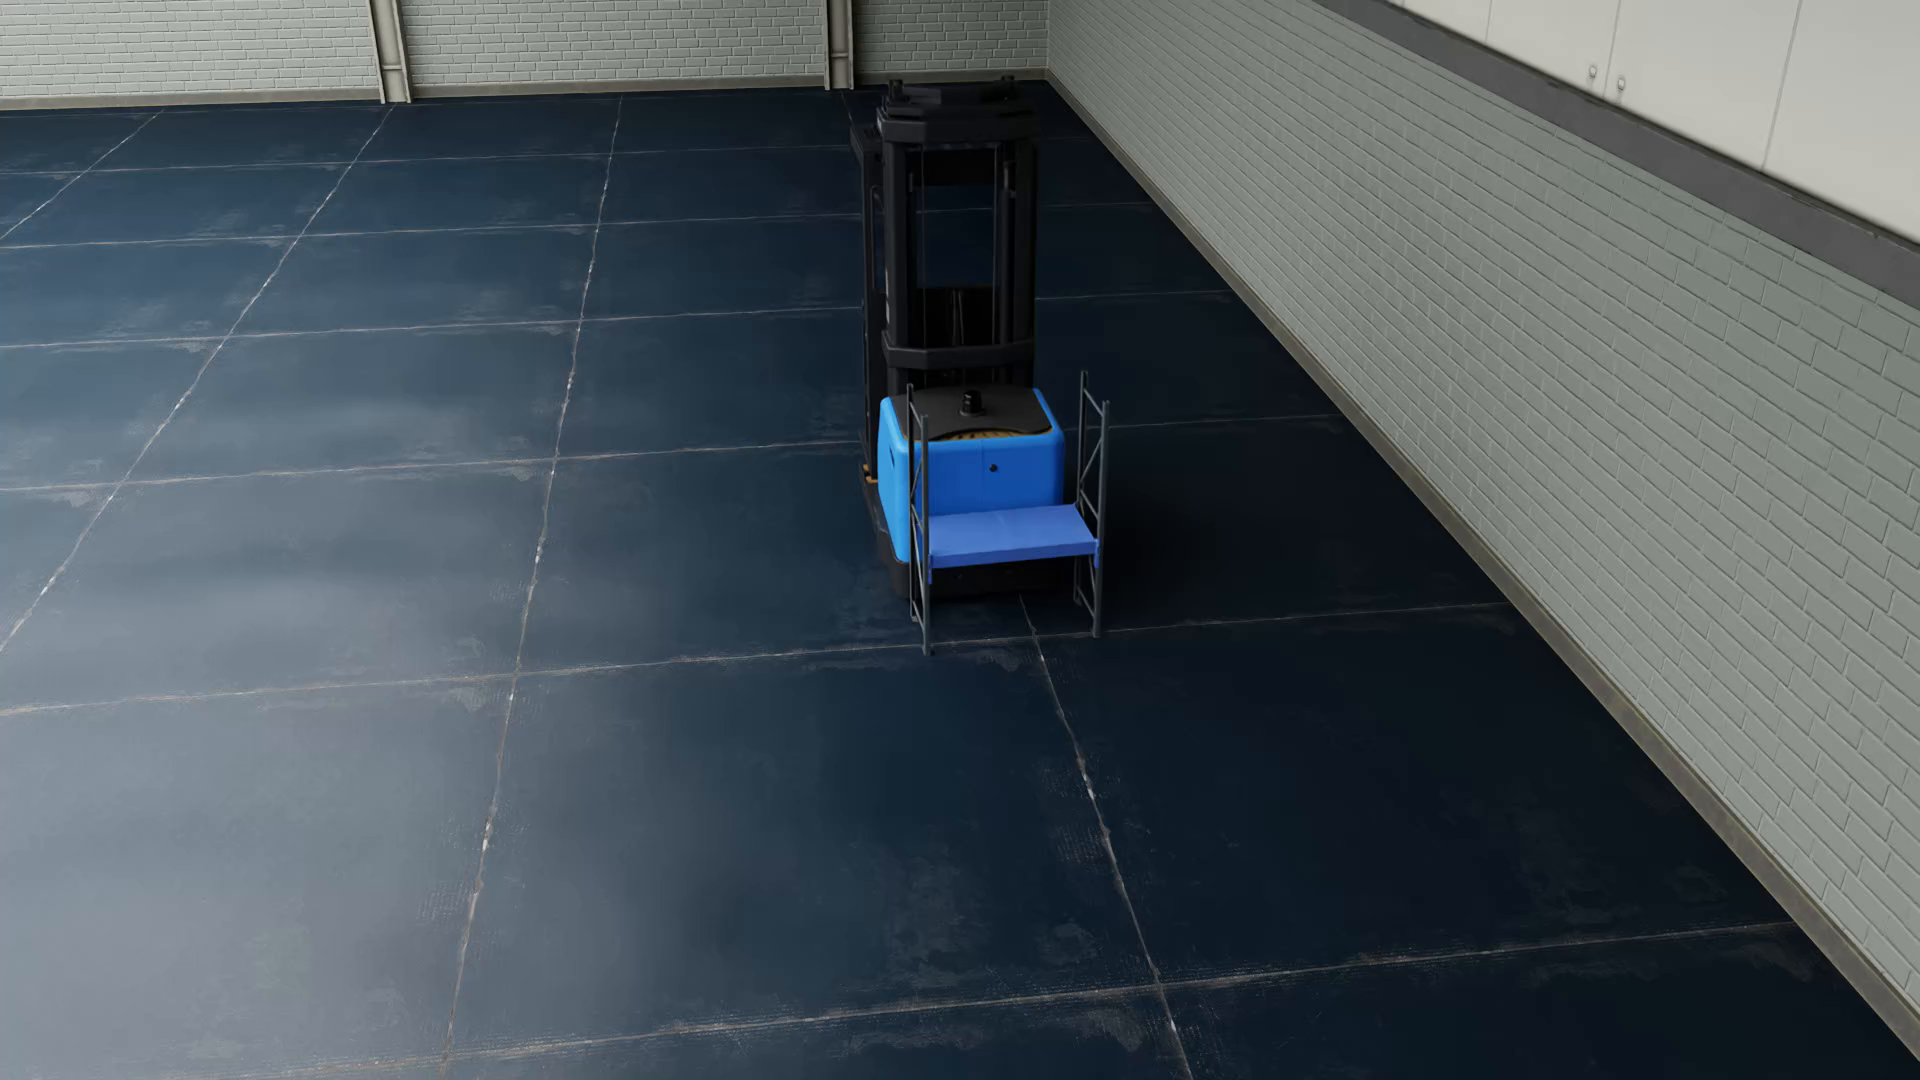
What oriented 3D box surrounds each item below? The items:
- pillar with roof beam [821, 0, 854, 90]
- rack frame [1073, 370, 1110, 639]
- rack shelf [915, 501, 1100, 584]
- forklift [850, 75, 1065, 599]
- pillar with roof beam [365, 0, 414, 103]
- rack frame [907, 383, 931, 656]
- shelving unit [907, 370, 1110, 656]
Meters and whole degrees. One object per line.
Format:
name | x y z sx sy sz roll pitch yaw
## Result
pillar with roof beam | -1.094 -8.411 17.488 0.400 9.000 9.100 -4 27 -7
rack frame | 0.761 -0.197 9.693 0.032 1.500 0.500 -5 28 -10
rack shelf | 0.263 0.009 9.687 1.000 0.185 0.538 -5 28 -10
forklift | -0.103 -1.596 10.852 1.130 2.935 3.031 -4 27 -8
pillar with roof beam | -7.035 -8.029 16.744 0.400 9.000 9.100 -4 27 -7
rack frame | -0.236 -0.106 9.516 0.032 1.500 0.500 -5 28 -10
shelving unit | 0.263 -0.151 9.605 1.048 1.500 0.538 -5 28 -10
